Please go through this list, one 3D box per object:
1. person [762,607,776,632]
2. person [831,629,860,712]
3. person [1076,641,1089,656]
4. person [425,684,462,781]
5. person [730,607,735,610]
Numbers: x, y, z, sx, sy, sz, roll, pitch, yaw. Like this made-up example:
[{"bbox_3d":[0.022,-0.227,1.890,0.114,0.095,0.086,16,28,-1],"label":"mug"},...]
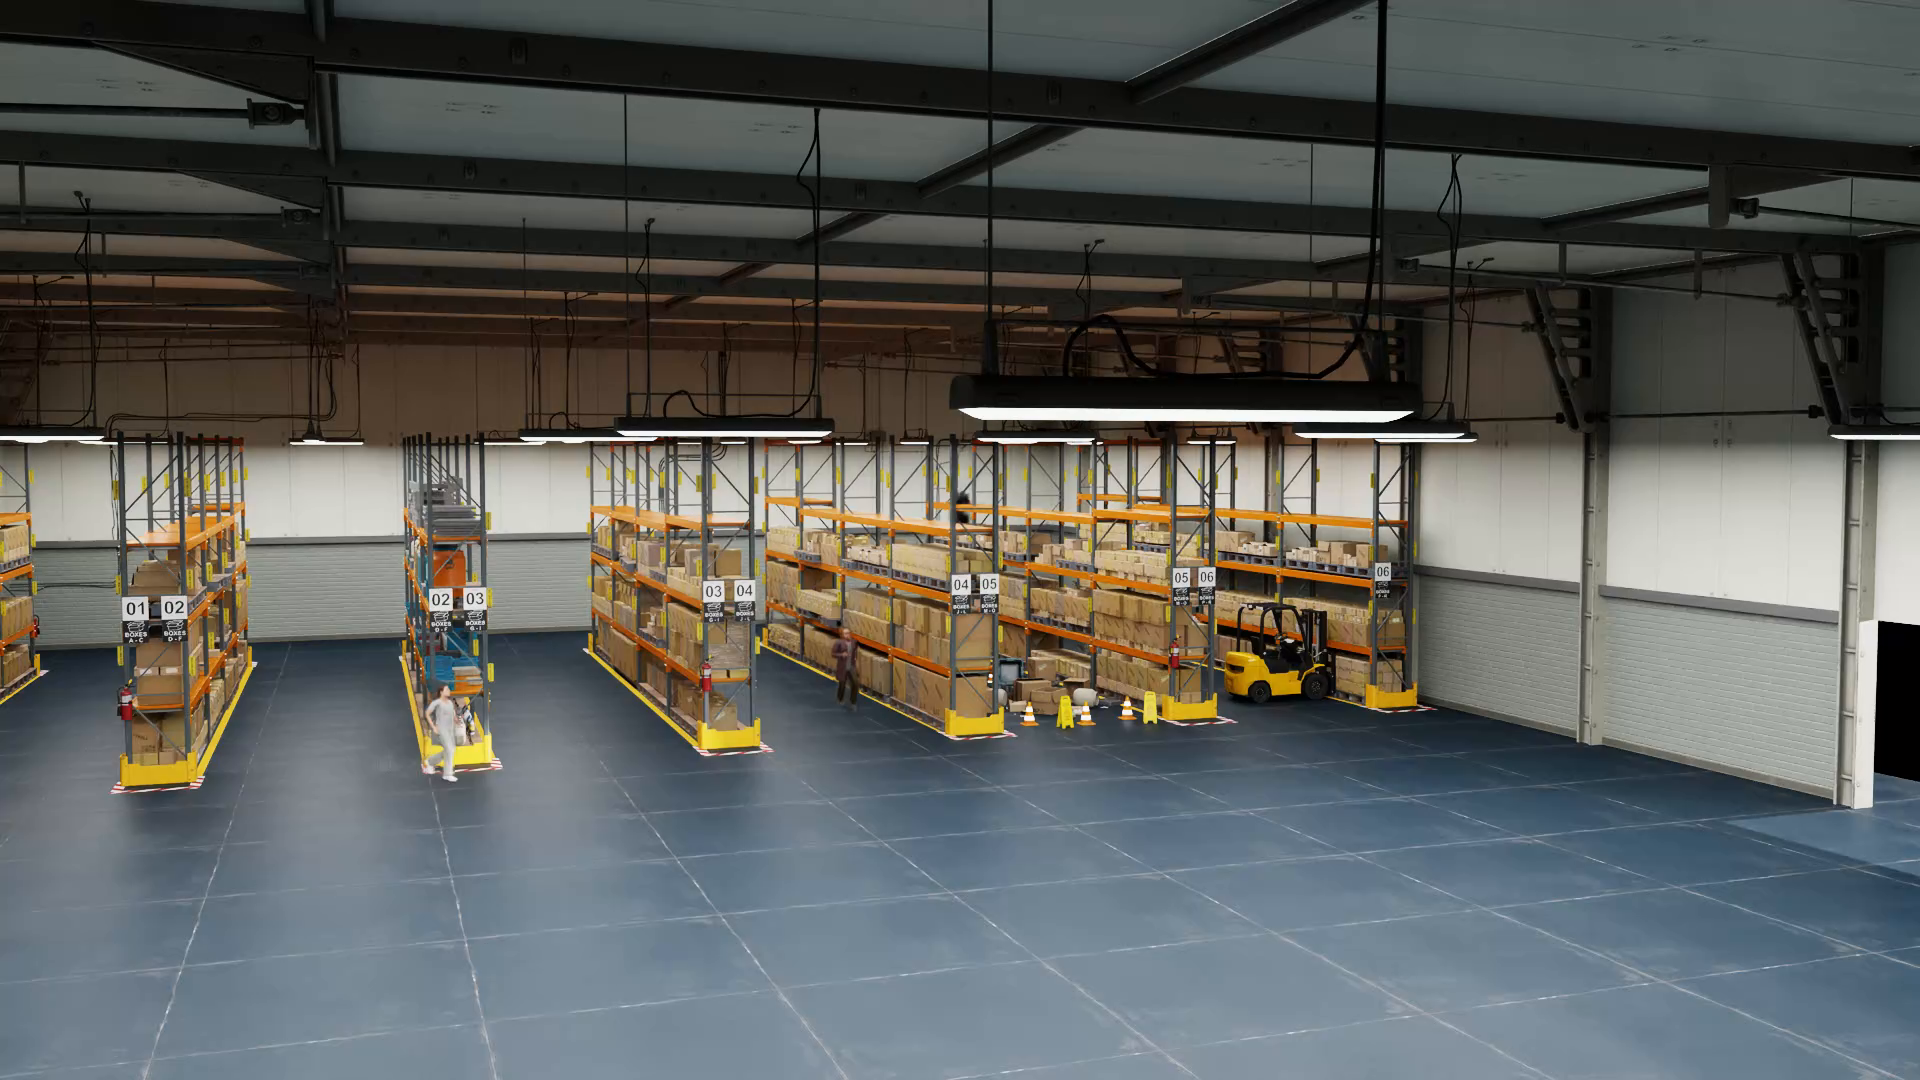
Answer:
[{"bbox_3d":[-5.692,2.205,49.714,0.497,1.549,0.656,0,3,6],"label":"person"},{"bbox_3d":[-2.515,2.842,36.296,0.681,1.836,0.895,-1,3,-21],"label":"person"},{"bbox_3d":[3.392,2.378,44.760,0.644,1.726,0.580,-1,3,-18],"label":"person"},{"bbox_3d":[-8.931,3.320,28.792,0.712,1.650,0.615,1,3,23],"label":"person"},{"bbox_3d":[-6.306,2.376,46.326,0.545,1.544,0.575,0,3,-9],"label":"person"}]
